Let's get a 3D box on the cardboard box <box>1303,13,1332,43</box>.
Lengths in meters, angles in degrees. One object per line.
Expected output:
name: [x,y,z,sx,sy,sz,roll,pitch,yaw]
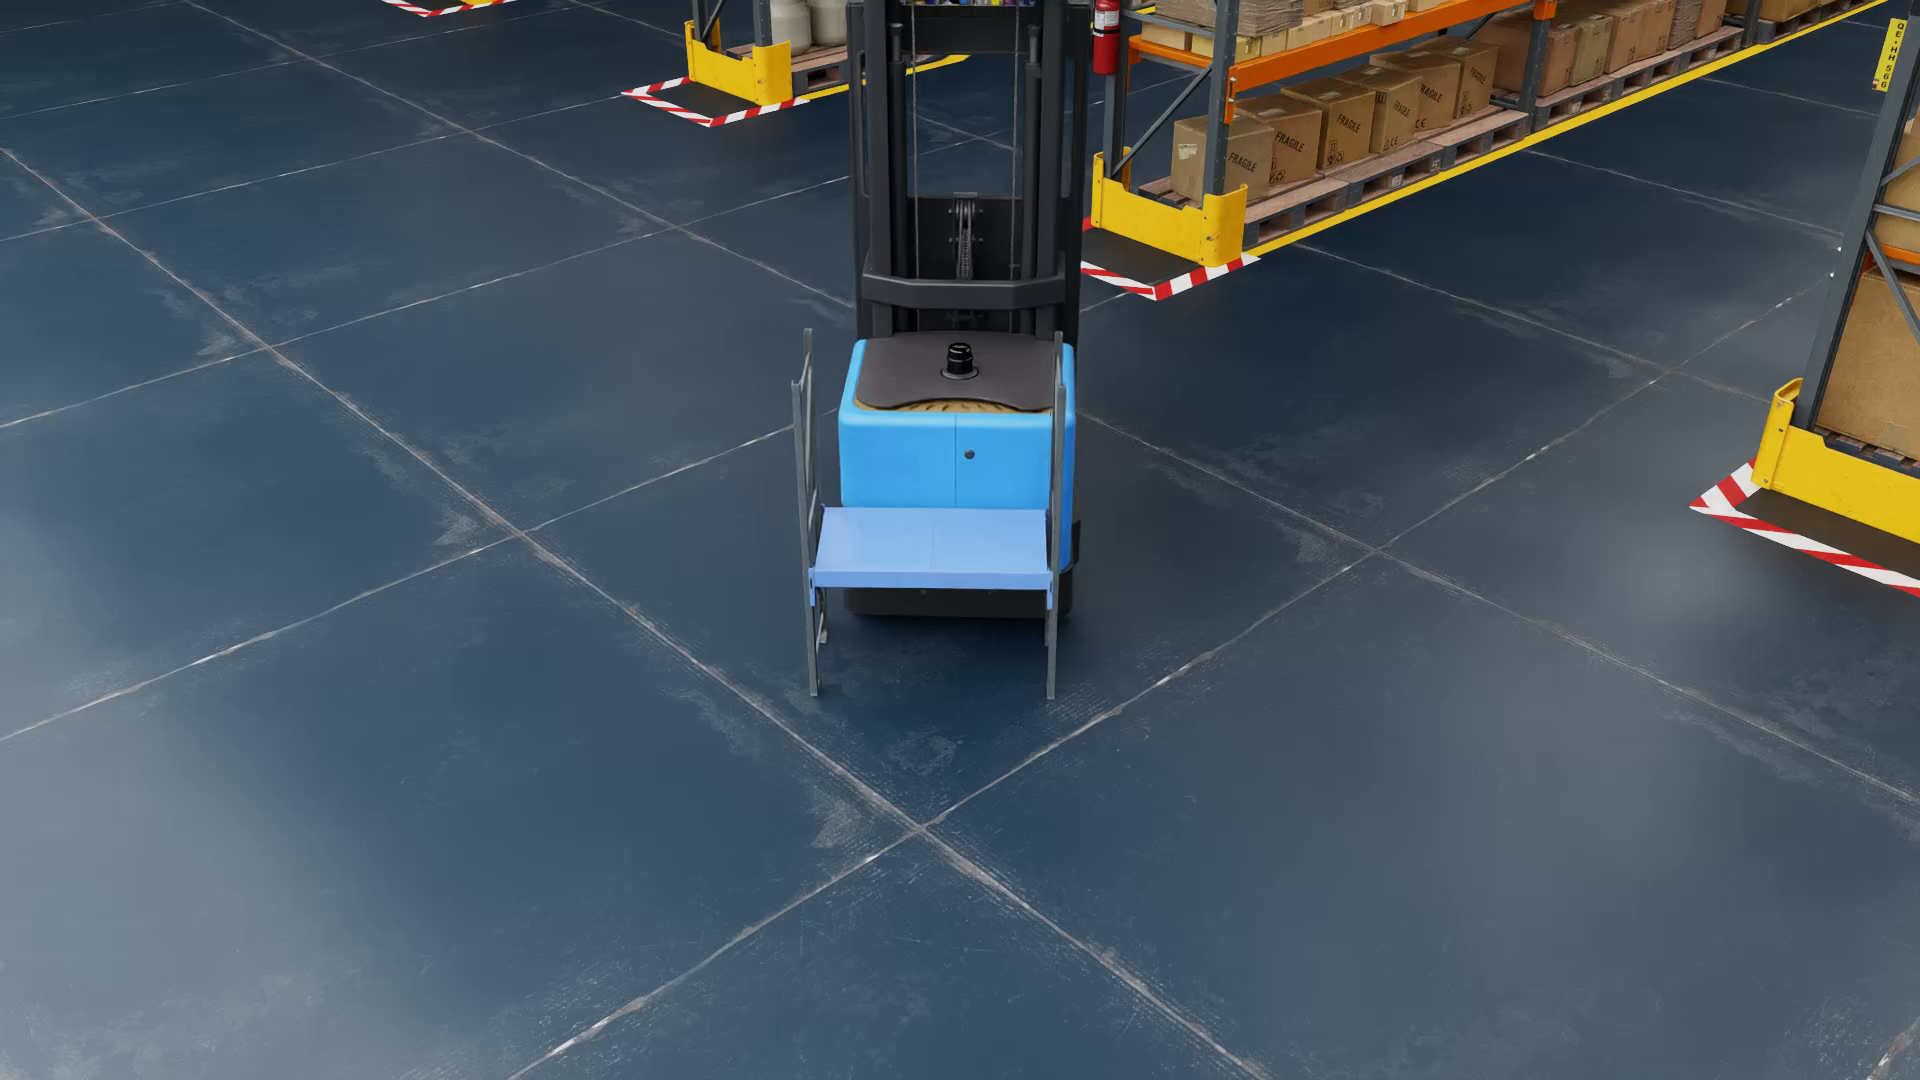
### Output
cardboard box: [2.313,-3.533,11.394,0.250,0.149,0.380,-26,40,-35]

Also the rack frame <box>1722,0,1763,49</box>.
rack frame: [7.249,-6.207,15.526,0.127,3.000,1.000,-26,40,-35]

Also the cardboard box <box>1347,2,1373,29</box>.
cardboard box: [2.666,-3.718,11.696,0.250,0.149,0.380,-26,40,-35]

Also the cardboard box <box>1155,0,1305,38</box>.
cardboard box: [1.805,-3.724,11.083,0.500,0.500,0.875,-26,40,-35]

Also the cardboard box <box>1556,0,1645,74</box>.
cardboard box: [5.553,-4.480,14.675,0.700,0.500,0.500,25,40,35]

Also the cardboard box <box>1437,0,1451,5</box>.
cardboard box: [3.408,-4.068,12.268,0.250,0.149,0.380,-26,40,-35]

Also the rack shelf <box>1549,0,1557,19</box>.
rack shelf: [5.783,-5.191,14.553,4.000,0.370,1.077,-26,40,-35]

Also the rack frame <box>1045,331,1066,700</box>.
rack frame: [0.395,-0.081,6.936,0.032,1.500,0.500,1,33,1]

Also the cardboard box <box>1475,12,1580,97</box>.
cardboard box: [4.781,-4.119,14.086,0.700,0.500,0.500,26,40,35]

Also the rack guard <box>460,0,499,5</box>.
rack guard: [-5.367,-6.086,17.723,0.348,0.500,1.175,-26,40,-35]

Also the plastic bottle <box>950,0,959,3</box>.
plastic bottle: [-0.064,-5.546,16.562,0.144,0.351,0.185,27,41,37]

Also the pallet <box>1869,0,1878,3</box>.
pallet: [9.668,-6.134,18.079,1.213,0.211,1.003,-26,40,-35]

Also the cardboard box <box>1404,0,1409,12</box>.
cardboard box: [3.013,-3.907,12.004,0.250,0.149,0.380,-26,40,-35]

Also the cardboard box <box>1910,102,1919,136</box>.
cardboard box: [4.980,-2.078,7.594,0.550,0.550,0.875,-26,40,-35]

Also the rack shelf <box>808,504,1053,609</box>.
rack shelf: [-0.113,0.064,7.042,1.000,0.185,0.538,1,33,1]

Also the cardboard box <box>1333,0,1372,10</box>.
cardboard box: [2.486,-4.108,11.712,0.500,0.500,0.875,-26,40,-35]

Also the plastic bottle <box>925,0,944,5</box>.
plastic bottle: [-0.257,-5.316,16.257,0.135,0.276,0.152,-26,40,-35]

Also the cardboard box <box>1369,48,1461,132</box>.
cardboard box: [3.581,-3.569,13.204,0.500,0.500,0.500,-13,34,-21]

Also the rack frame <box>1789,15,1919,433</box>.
rack frame: [4.681,-1.436,7.724,0.127,3.000,1.000,-26,40,-35]

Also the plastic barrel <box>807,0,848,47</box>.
plastic barrel: [-1.186,-4.823,15.244,0.421,0.512,0.421,0,31,0]

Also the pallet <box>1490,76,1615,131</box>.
pallet: [4.886,-3.876,14.386,1.213,0.211,1.003,-26,40,-35]

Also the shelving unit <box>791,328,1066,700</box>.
shelving unit: [-0.114,-0.087,6.946,1.048,1.500,0.538,1,33,1]

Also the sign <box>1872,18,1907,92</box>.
sign: [4.323,-2.244,7.707,0.005,0.325,0.100,-26,40,-35]

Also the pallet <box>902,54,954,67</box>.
pallet: [-0.467,-4.836,15.957,1.213,0.211,1.003,-26,40,-35]

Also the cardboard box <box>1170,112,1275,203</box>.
cardboard box: [1.852,-2.697,11.780,0.500,0.500,0.500,-18,36,-27]

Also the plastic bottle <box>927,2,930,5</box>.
plastic bottle: [-0.265,-4.890,15.554,0.133,0.283,0.061,-25,39,-35]

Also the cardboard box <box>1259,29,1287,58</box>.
cardboard box: [1.950,-3.354,11.100,0.250,0.149,0.380,-26,40,-35]

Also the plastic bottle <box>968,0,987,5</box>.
plastic bottle: [0.173,-5.131,15.956,0.135,0.276,0.152,-25,39,-35]

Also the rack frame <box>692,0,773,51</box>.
rack frame: [-1.985,-5.264,13.984,0.127,3.000,1.000,-26,40,-35]

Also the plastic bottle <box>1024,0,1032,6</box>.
plastic bottle: [0.672,-5.402,16.326,0.185,0.351,0.144,-27,41,-37]

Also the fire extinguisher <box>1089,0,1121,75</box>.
fire extinguisher: [0.986,-3.472,11.127,0.183,0.674,0.296,-26,40,-35]

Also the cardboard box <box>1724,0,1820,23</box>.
cardboard box: [7.769,-5.717,16.358,1.225,0.875,0.875,27,41,37]

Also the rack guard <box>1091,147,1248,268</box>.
rack guard: [1.439,-2.330,11.581,0.348,0.500,1.175,-26,40,-35]

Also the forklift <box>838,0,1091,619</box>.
forklift: [0.049,-1.630,8.106,1.130,2.935,3.031,1,31,2]

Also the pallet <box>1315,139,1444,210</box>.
pallet: [2.953,-2.912,12.810,1.213,0.211,1.003,-26,40,-35]

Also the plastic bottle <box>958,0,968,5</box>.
plastic bottle: [0.030,-5.041,15.812,0.097,0.271,0.097,0,31,0]

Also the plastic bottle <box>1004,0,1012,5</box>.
plastic bottle: [0.440,-5.231,16.112,0.133,0.283,0.061,-23,38,-32]

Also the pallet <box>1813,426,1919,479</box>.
pallet: [5.214,-0.560,8.964,1.213,0.211,1.003,-26,40,-35]

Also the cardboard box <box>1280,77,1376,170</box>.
cardboard box: [2.739,-3.137,12.499,0.500,0.500,0.500,-22,38,-31]

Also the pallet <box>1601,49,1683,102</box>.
pallet: [5.781,-4.310,15.097,1.213,0.211,1.003,-26,40,-35]

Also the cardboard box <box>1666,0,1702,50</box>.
cardboard box: [6.373,-4.882,15.332,0.700,0.500,0.500,25,40,35]

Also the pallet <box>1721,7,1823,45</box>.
pallet: [7.879,-5.268,16.663,1.213,0.211,1.003,-26,40,-35]

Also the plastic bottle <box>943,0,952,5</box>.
plastic bottle: [-0.119,-4.969,15.694,0.097,0.271,0.097,0,31,0]
